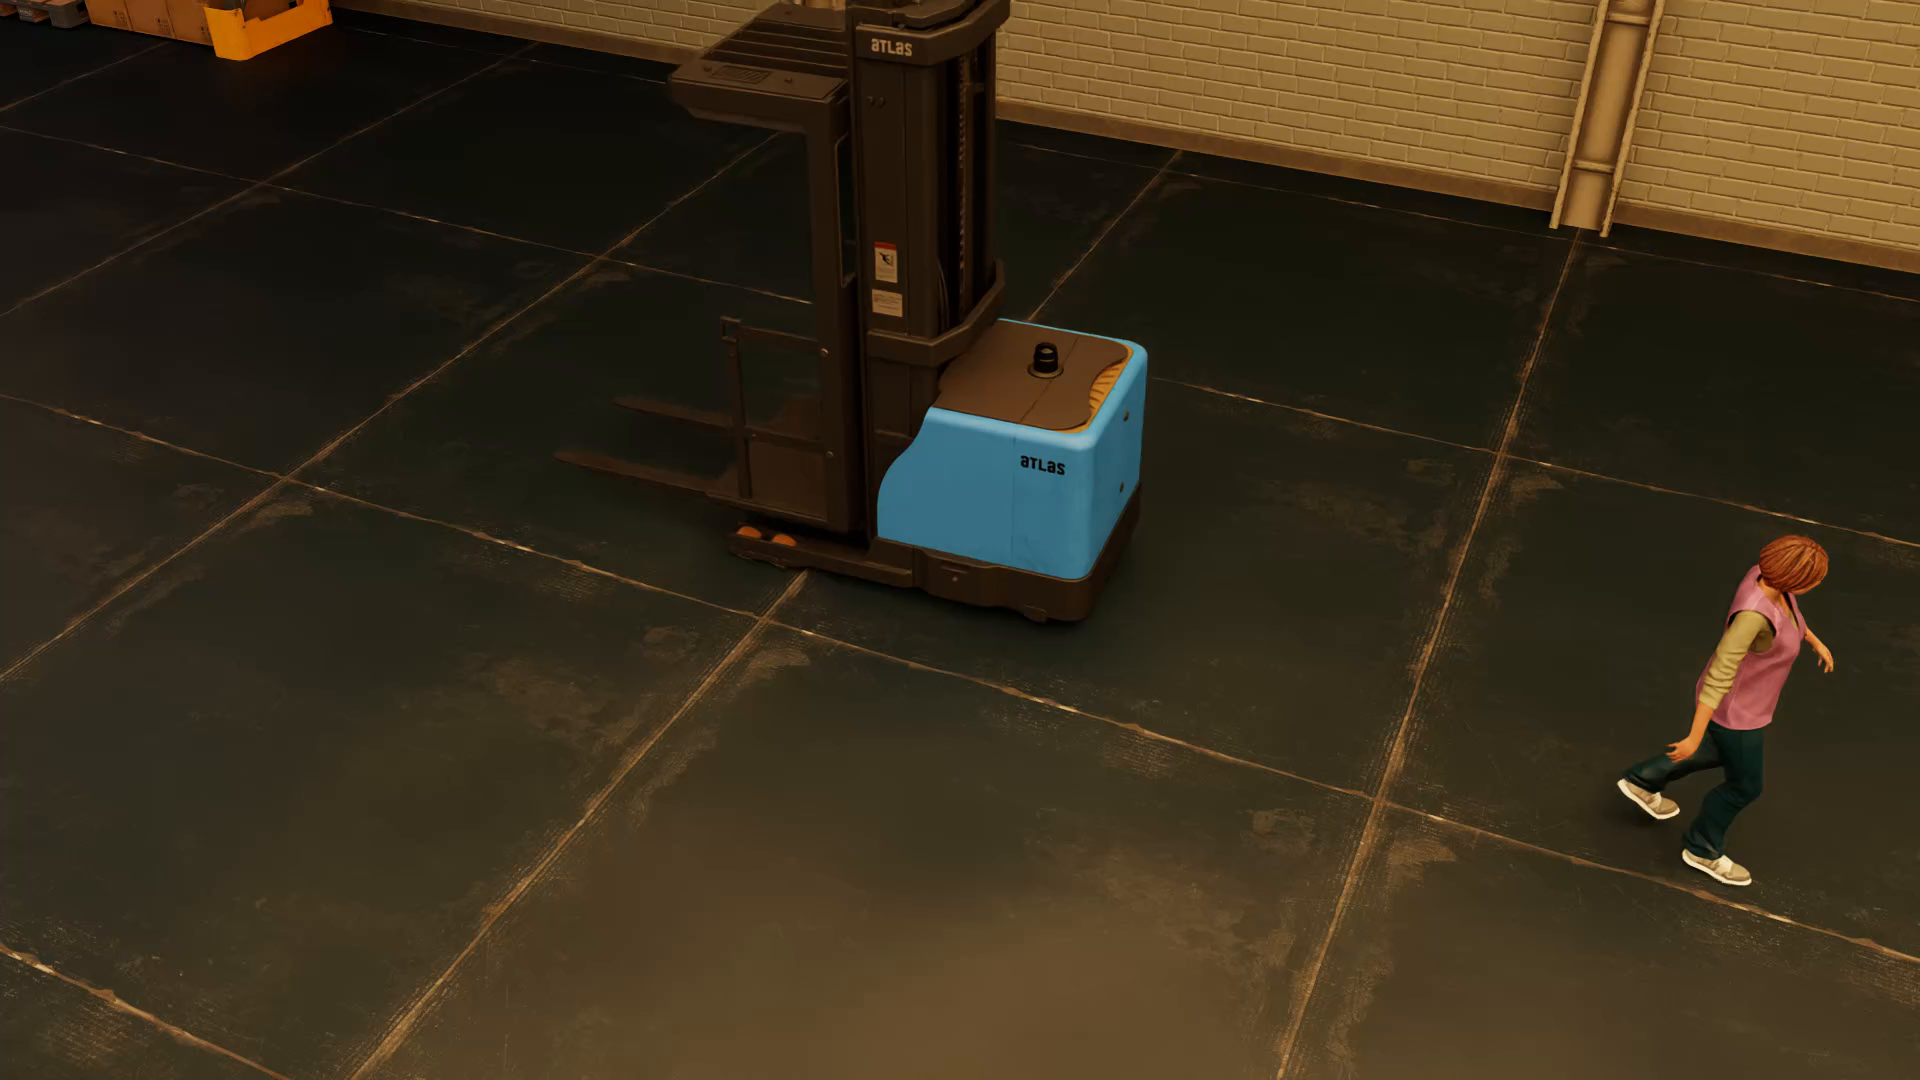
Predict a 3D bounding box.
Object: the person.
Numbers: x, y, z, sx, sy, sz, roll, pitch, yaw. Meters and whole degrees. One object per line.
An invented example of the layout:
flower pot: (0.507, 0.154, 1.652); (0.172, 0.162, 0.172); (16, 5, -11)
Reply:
person: (2.969, 0.633, 6.370); (0.622, 1.579, 0.715); (16, 39, 21)

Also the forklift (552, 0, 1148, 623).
forklift: (-0.642, -1.326, 7.945); (3.031, 2.935, 1.130); (13, 37, 17)
